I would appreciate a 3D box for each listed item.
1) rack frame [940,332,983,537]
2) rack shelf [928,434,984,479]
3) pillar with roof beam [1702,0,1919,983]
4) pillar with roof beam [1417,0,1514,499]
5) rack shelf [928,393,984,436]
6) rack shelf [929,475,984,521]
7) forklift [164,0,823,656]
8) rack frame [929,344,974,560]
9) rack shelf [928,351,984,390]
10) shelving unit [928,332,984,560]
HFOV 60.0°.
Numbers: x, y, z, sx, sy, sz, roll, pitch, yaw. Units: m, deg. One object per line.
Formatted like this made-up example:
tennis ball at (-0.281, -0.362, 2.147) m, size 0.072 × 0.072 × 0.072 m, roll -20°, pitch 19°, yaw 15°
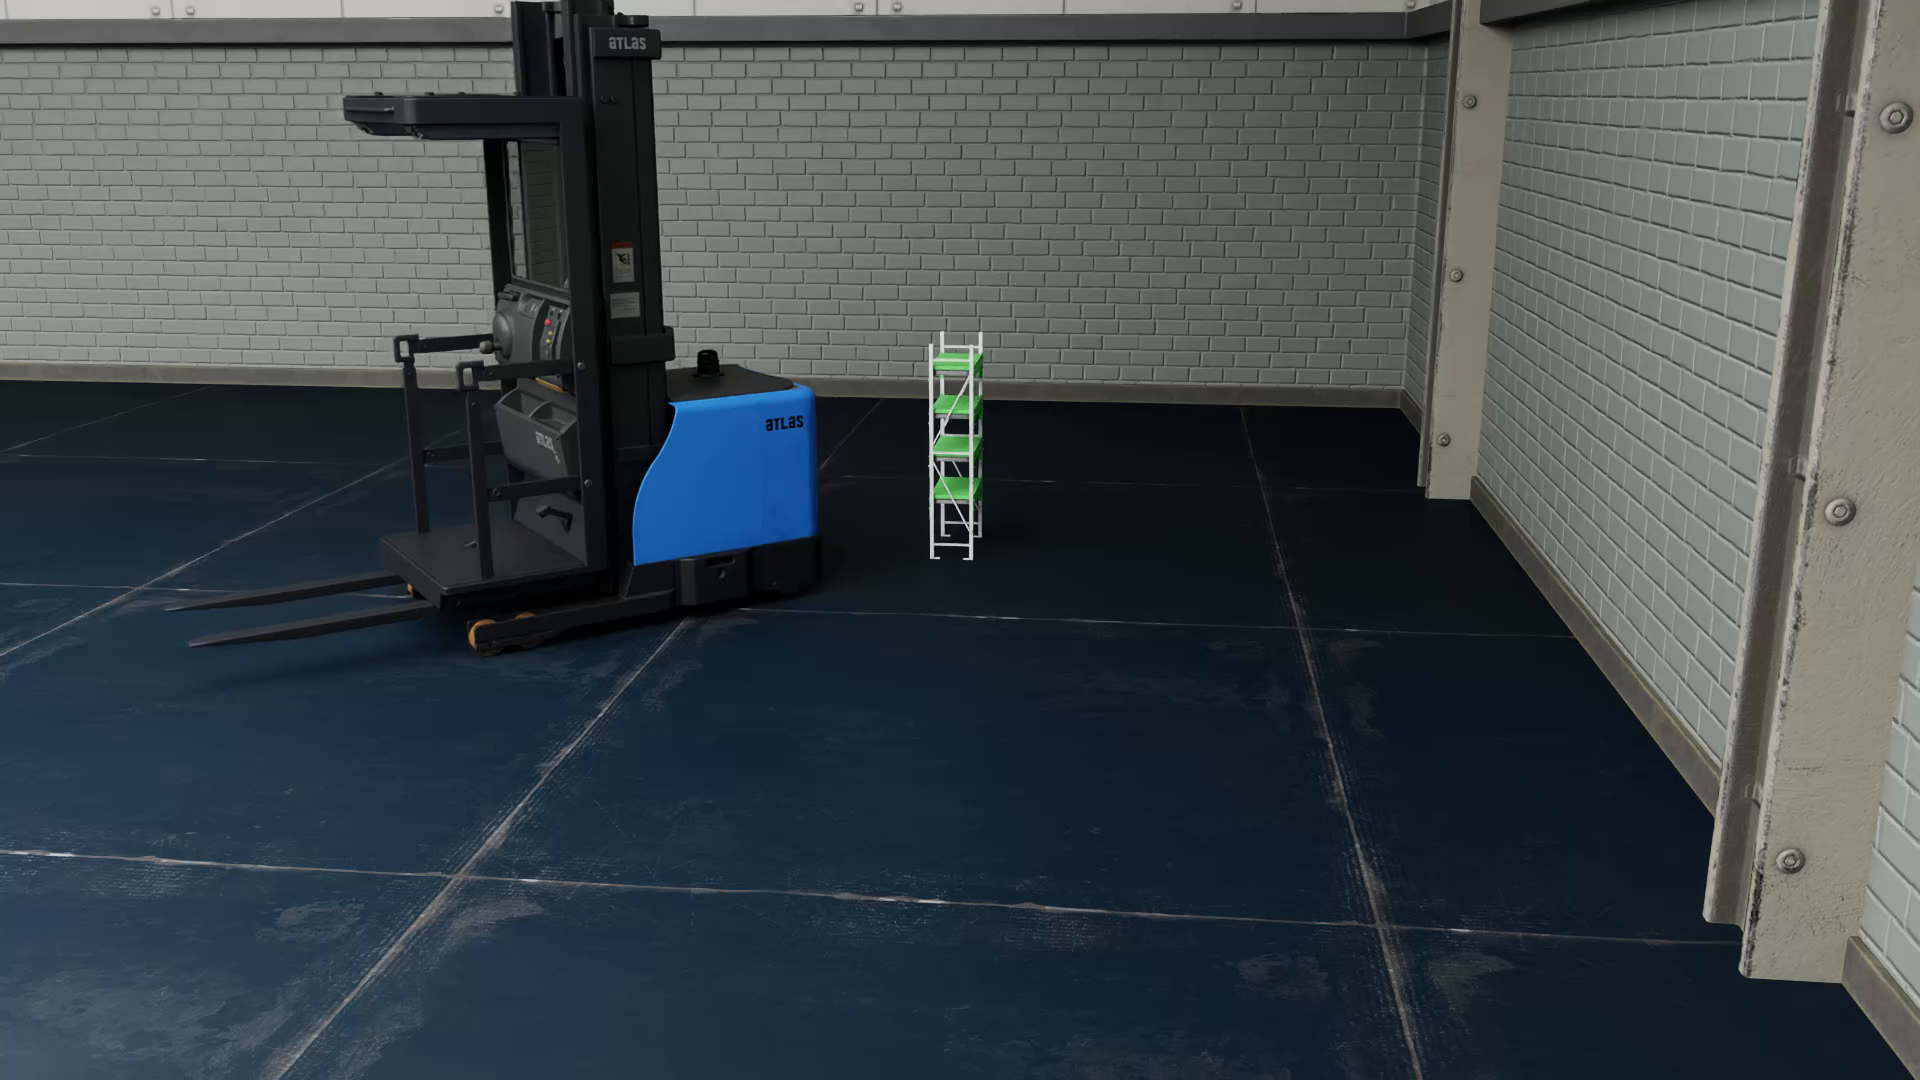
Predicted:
rack frame at (0.009, -0.600, 9.581) m, size 0.240 × 1.200 × 0.015 m, roll 2°, pitch 15°, yaw 6°
rack shelf at (-0.019, -0.475, 9.363) m, size 0.258 × 0.148 × 0.480 m, roll 2°, pitch 15°, yaw 6°
pillar with roof beam at (-1.792, -3.229, 4.364) m, size 9.100 × 9.000 × 0.400 m, roll 2°, pitch 15°, yaw 6°
pillar with roof beam at (-1.115, -4.785, 10.119) m, size 9.100 × 9.000 × 0.400 m, roll 2°, pitch 15°, yaw 6°
rack shelf at (-0.019, -0.706, 9.301) m, size 0.258 × 0.148 × 0.480 m, roll 2°, pitch 15°, yaw 6°
rack shelf at (-0.019, -0.243, 9.426) m, size 0.258 × 0.148 × 0.480 m, roll 2°, pitch 15°, yaw 6°
forklift at (-2.227, -1.037, 7.882) m, size 3.031 × 2.935 × 1.130 m, roll -10°, pitch 18°, yaw -32°
rack frame at (-0.046, -0.473, 9.113) m, size 0.240 × 1.200 × 0.015 m, roll 2°, pitch 15°, yaw 6°
rack shelf at (-0.019, -0.938, 9.238) m, size 0.258 × 0.148 × 0.480 m, roll 2°, pitch 15°, yaw 6°
shelving unit at (-0.019, -0.536, 9.347) m, size 0.258 × 1.200 × 0.503 m, roll 2°, pitch 15°, yaw 6°
